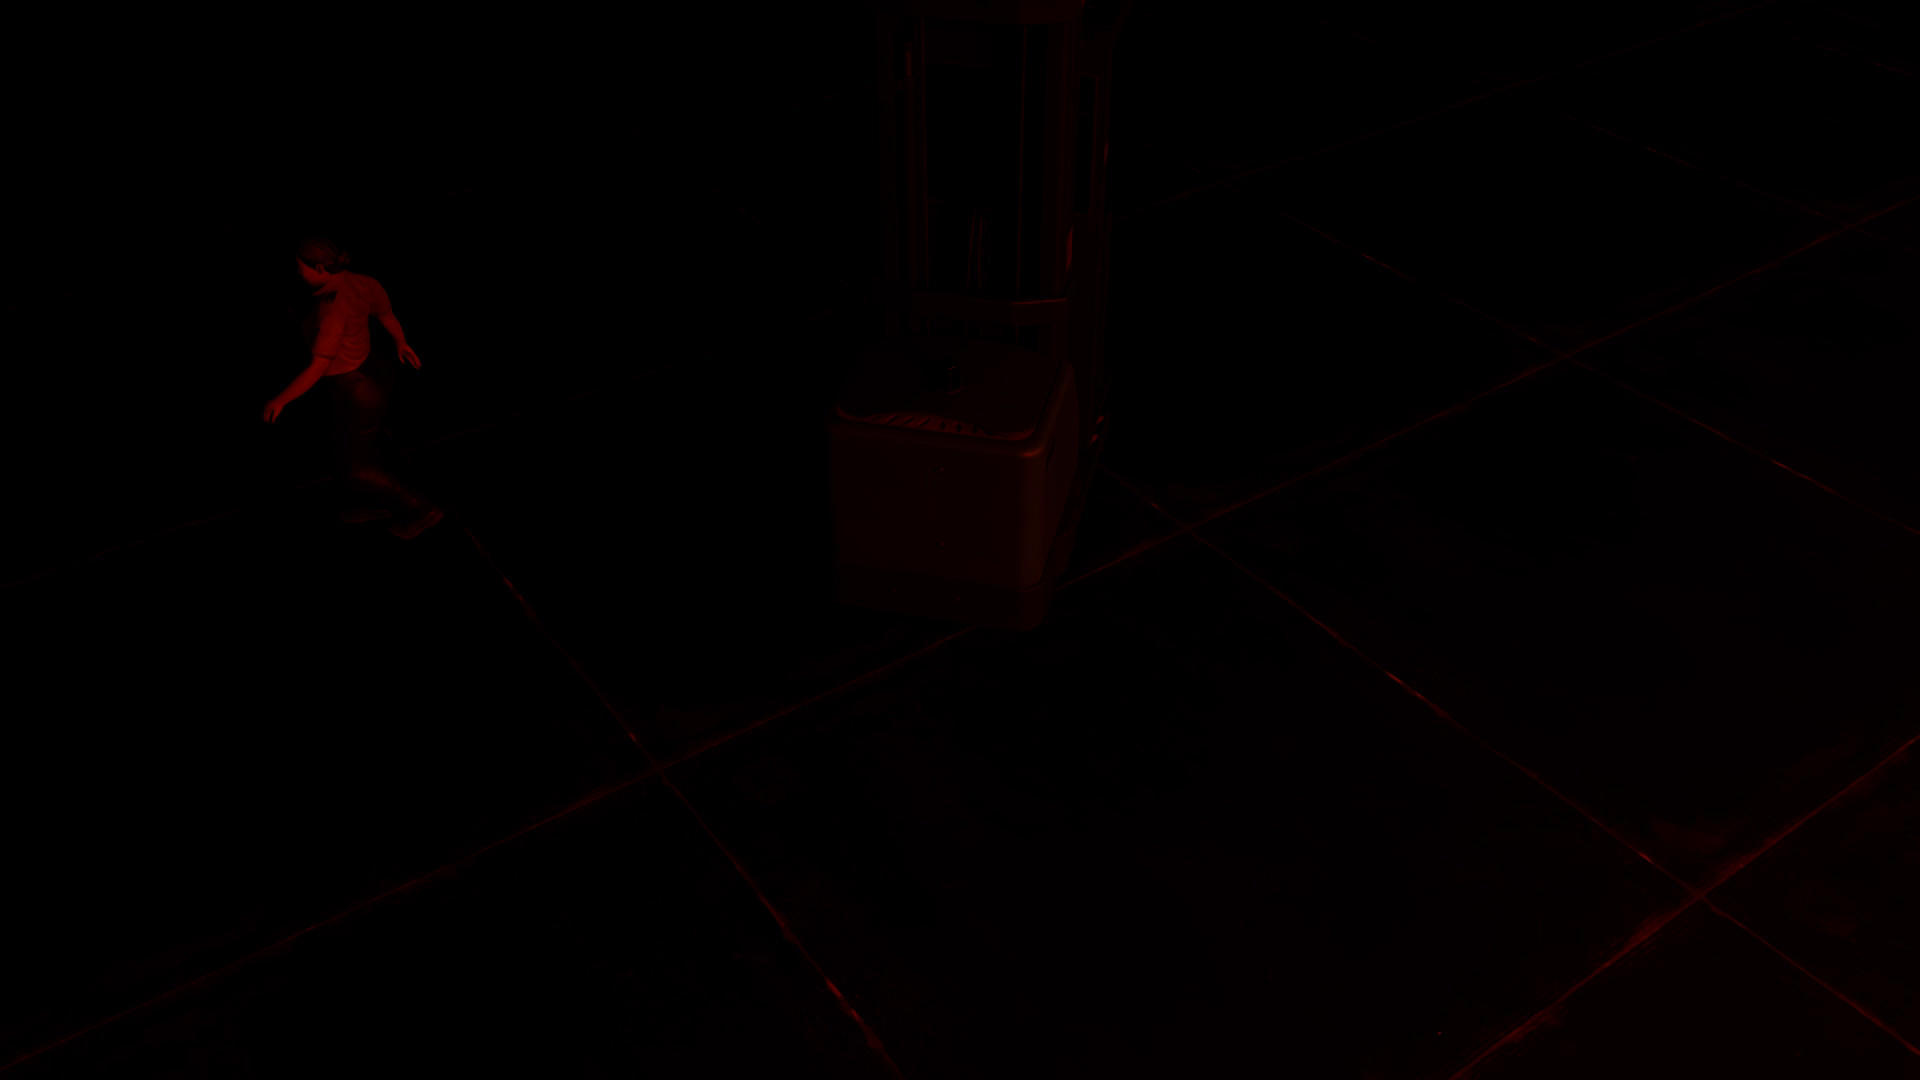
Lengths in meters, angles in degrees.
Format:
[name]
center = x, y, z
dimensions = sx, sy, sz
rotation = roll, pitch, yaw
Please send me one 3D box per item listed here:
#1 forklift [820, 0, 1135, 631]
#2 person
[forklift]
center = 0.199, -1.631, 8.150
dimensions = 1.130, 2.935, 3.031
rotation = 8, 37, 11
[person]
center = -2.911, -0.728, 8.034
dimensions = 0.655, 1.633, 0.792
rotation = -1, 36, -1
